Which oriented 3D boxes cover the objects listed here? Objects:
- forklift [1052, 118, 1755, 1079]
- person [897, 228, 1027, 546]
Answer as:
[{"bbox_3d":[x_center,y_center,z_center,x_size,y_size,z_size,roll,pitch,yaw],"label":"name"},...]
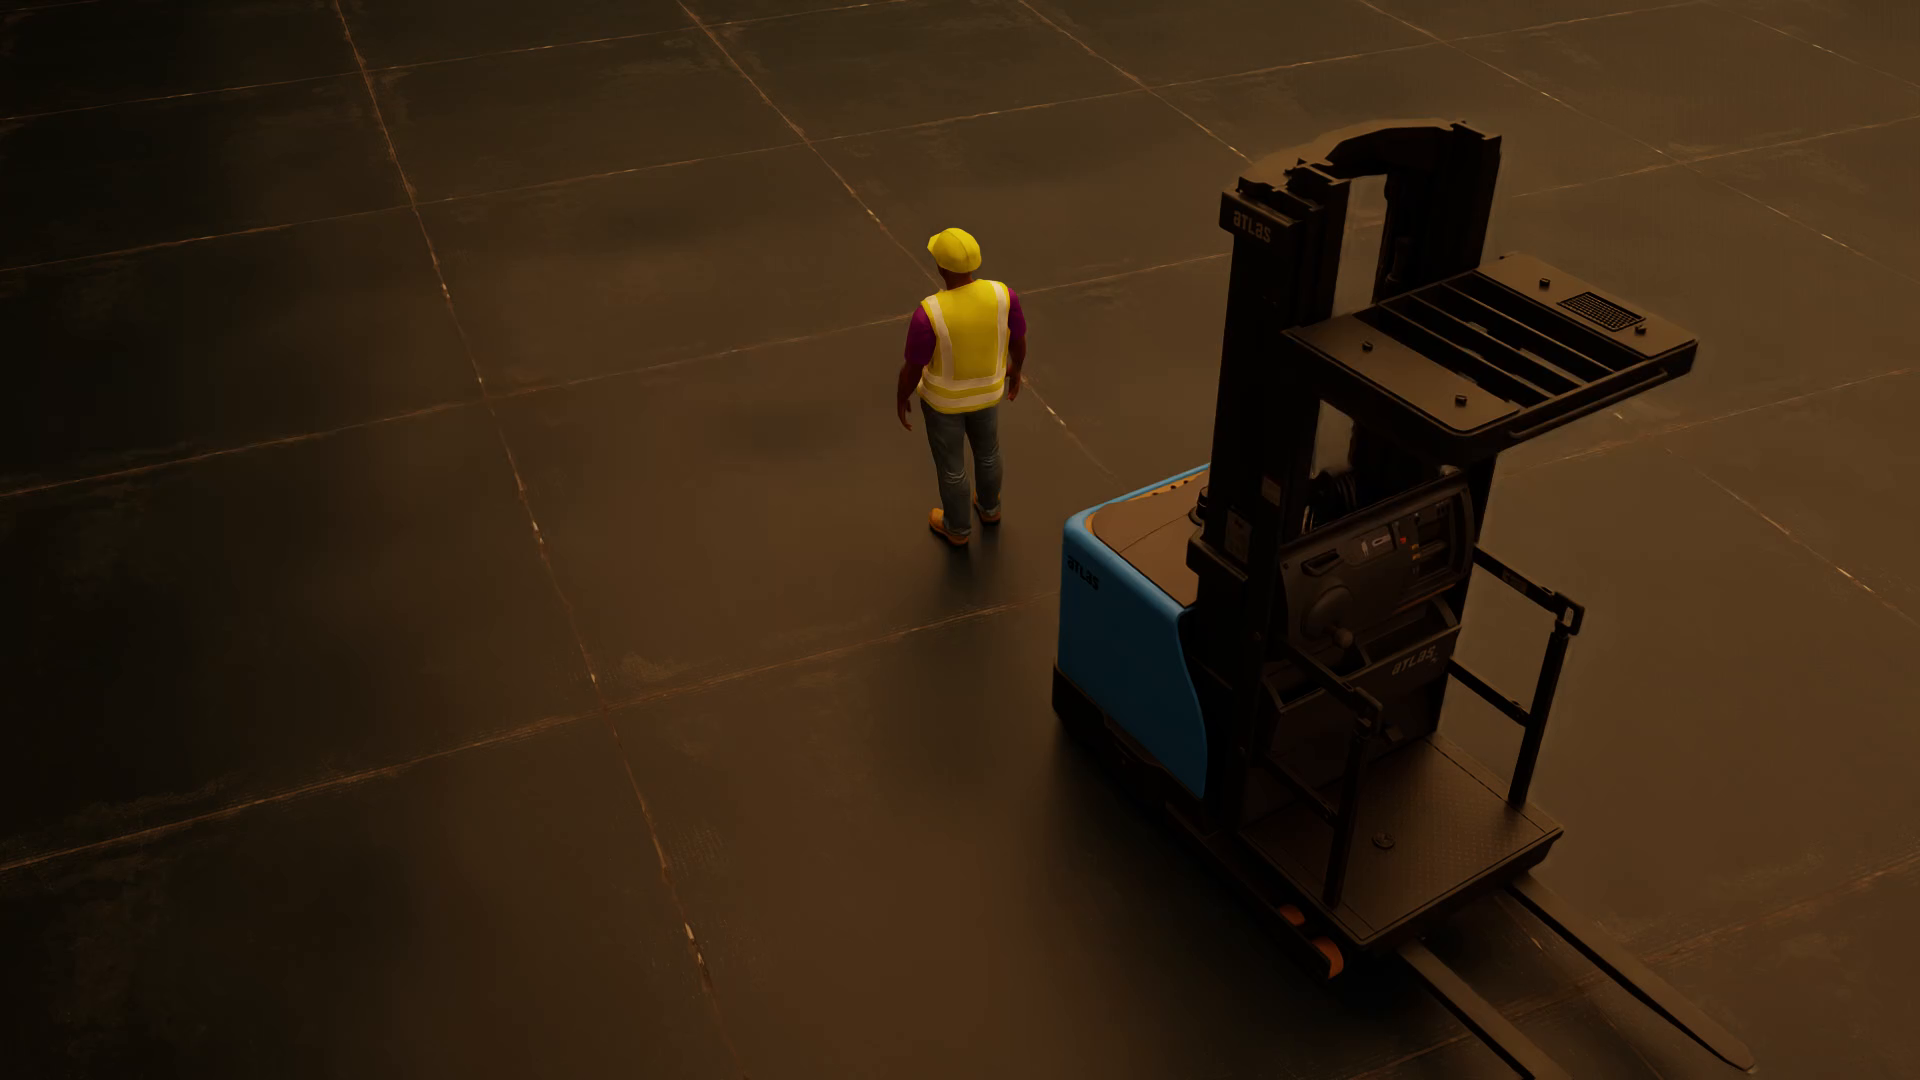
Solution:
[{"bbox_3d":[1.635,0.153,5.883,1.130,2.935,3.031,-21,40,-26],"label":"forklift"},{"bbox_3d":[-0.022,-0.764,8.166,0.665,1.768,0.575,-14,38,-19],"label":"person"}]
